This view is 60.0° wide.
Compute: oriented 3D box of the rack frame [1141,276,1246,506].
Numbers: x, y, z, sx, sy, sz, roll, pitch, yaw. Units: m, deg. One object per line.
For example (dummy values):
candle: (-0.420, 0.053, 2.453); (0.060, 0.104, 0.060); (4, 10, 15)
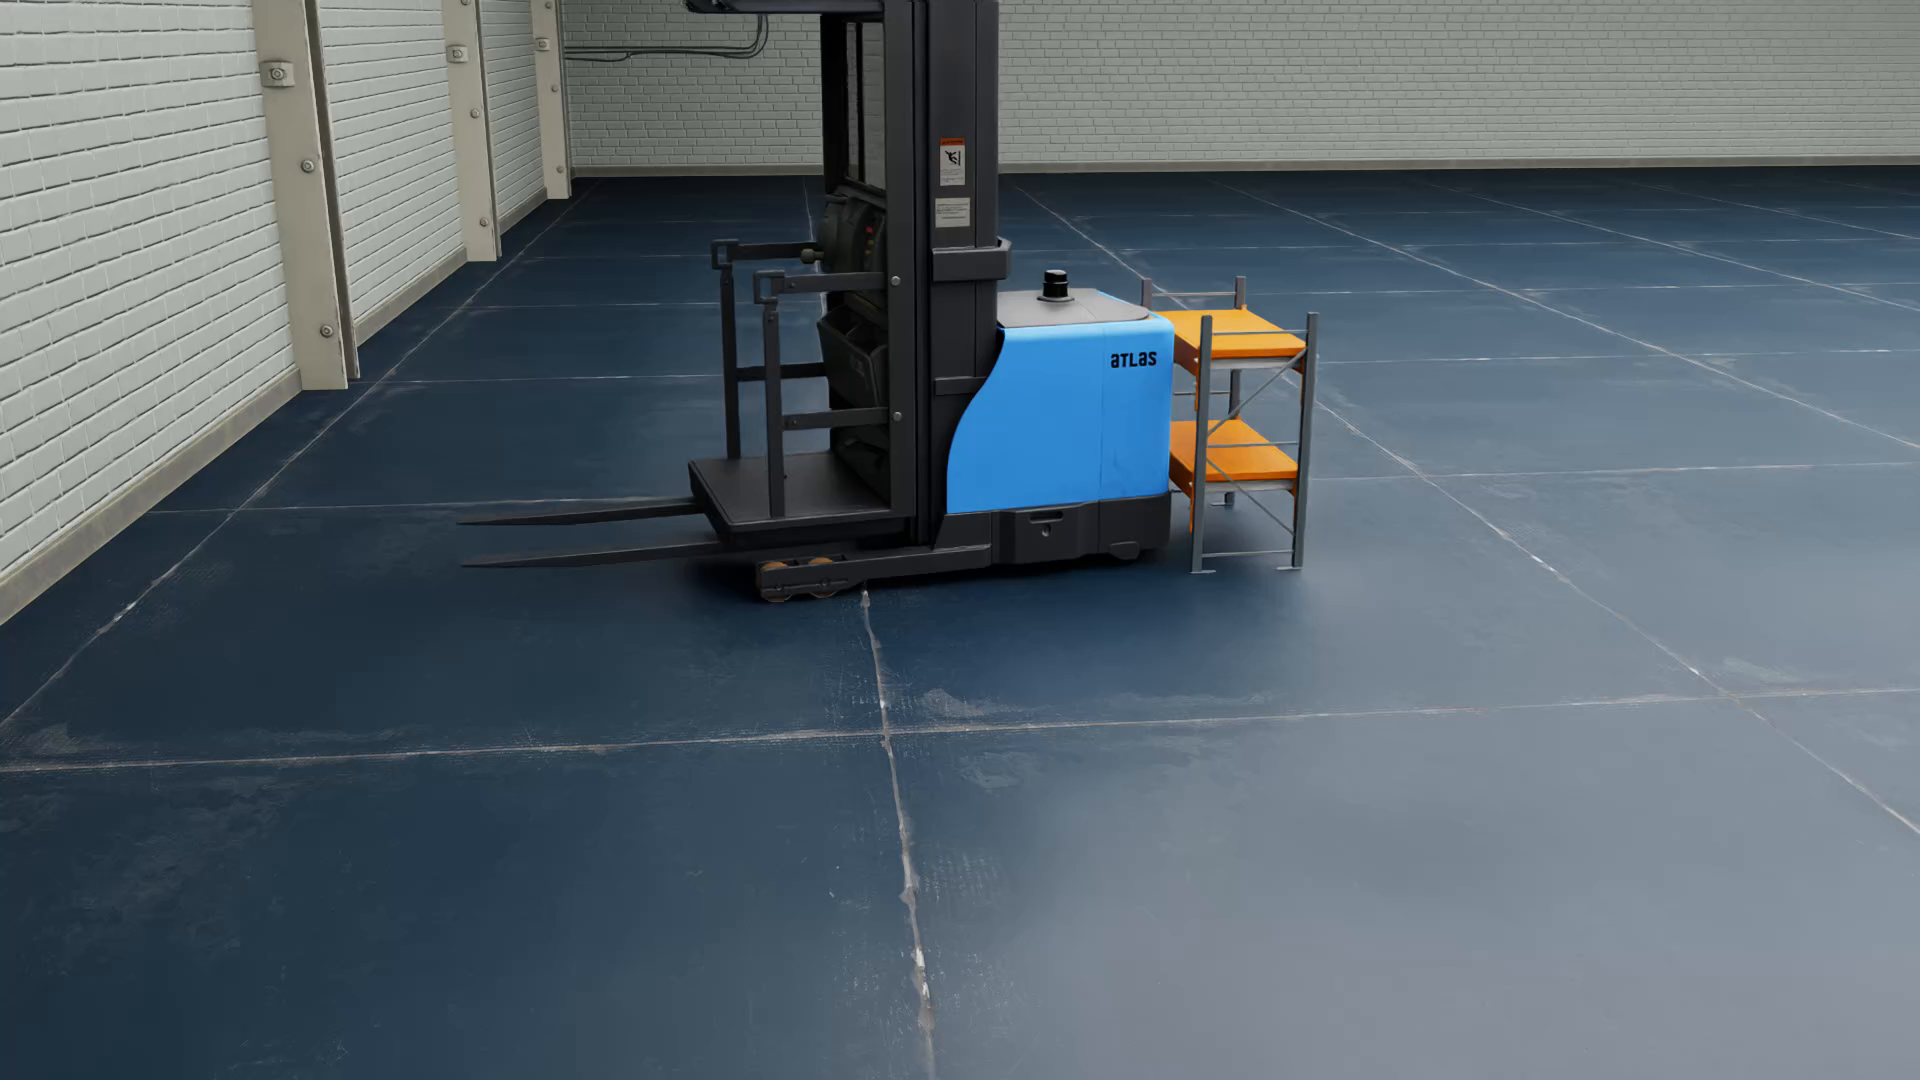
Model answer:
rack frame: (1.109, -0.704, 8.043); (0.500, 1.125, 0.032); (-2, 18, -8)

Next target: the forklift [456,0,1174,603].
forklift: (-0.641, -1.315, 6.974); (3.031, 2.935, 1.130); (-5, 18, -17)

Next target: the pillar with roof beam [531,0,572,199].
pillar with roof beam: (-1.118, -9.036, 21.434); (9.100, 9.000, 0.400); (-2, 18, -6)

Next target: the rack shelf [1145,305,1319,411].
rack shelf: (1.179, -0.833, 7.475); (0.538, 0.278, 1.000); (-2, 18, -8)

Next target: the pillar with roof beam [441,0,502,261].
pillar with roof beam: (-0.499, -7.248, 15.740); (9.100, 9.000, 0.400); (-2, 18, -6)

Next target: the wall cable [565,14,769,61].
wall cable: (-4.389, -8.340, 24.401); (3.097, 2.526, 0.112); (-2, 18, -6)

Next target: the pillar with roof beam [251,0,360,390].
pillar with roof beam: (0.120, -5.460, 10.046); (9.100, 9.000, 0.400); (-2, 18, -6)

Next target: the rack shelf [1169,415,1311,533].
rack shelf: (1.179, -0.320, 7.636); (0.538, 0.278, 1.000); (-2, 18, -8)

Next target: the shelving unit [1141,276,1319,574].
shelving unit: (1.179, -0.554, 7.563); (0.538, 1.125, 1.048); (-2, 18, -8)

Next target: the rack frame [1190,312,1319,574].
rack frame: (1.249, -0.403, 7.082); (0.500, 1.125, 0.032); (-2, 18, -8)
